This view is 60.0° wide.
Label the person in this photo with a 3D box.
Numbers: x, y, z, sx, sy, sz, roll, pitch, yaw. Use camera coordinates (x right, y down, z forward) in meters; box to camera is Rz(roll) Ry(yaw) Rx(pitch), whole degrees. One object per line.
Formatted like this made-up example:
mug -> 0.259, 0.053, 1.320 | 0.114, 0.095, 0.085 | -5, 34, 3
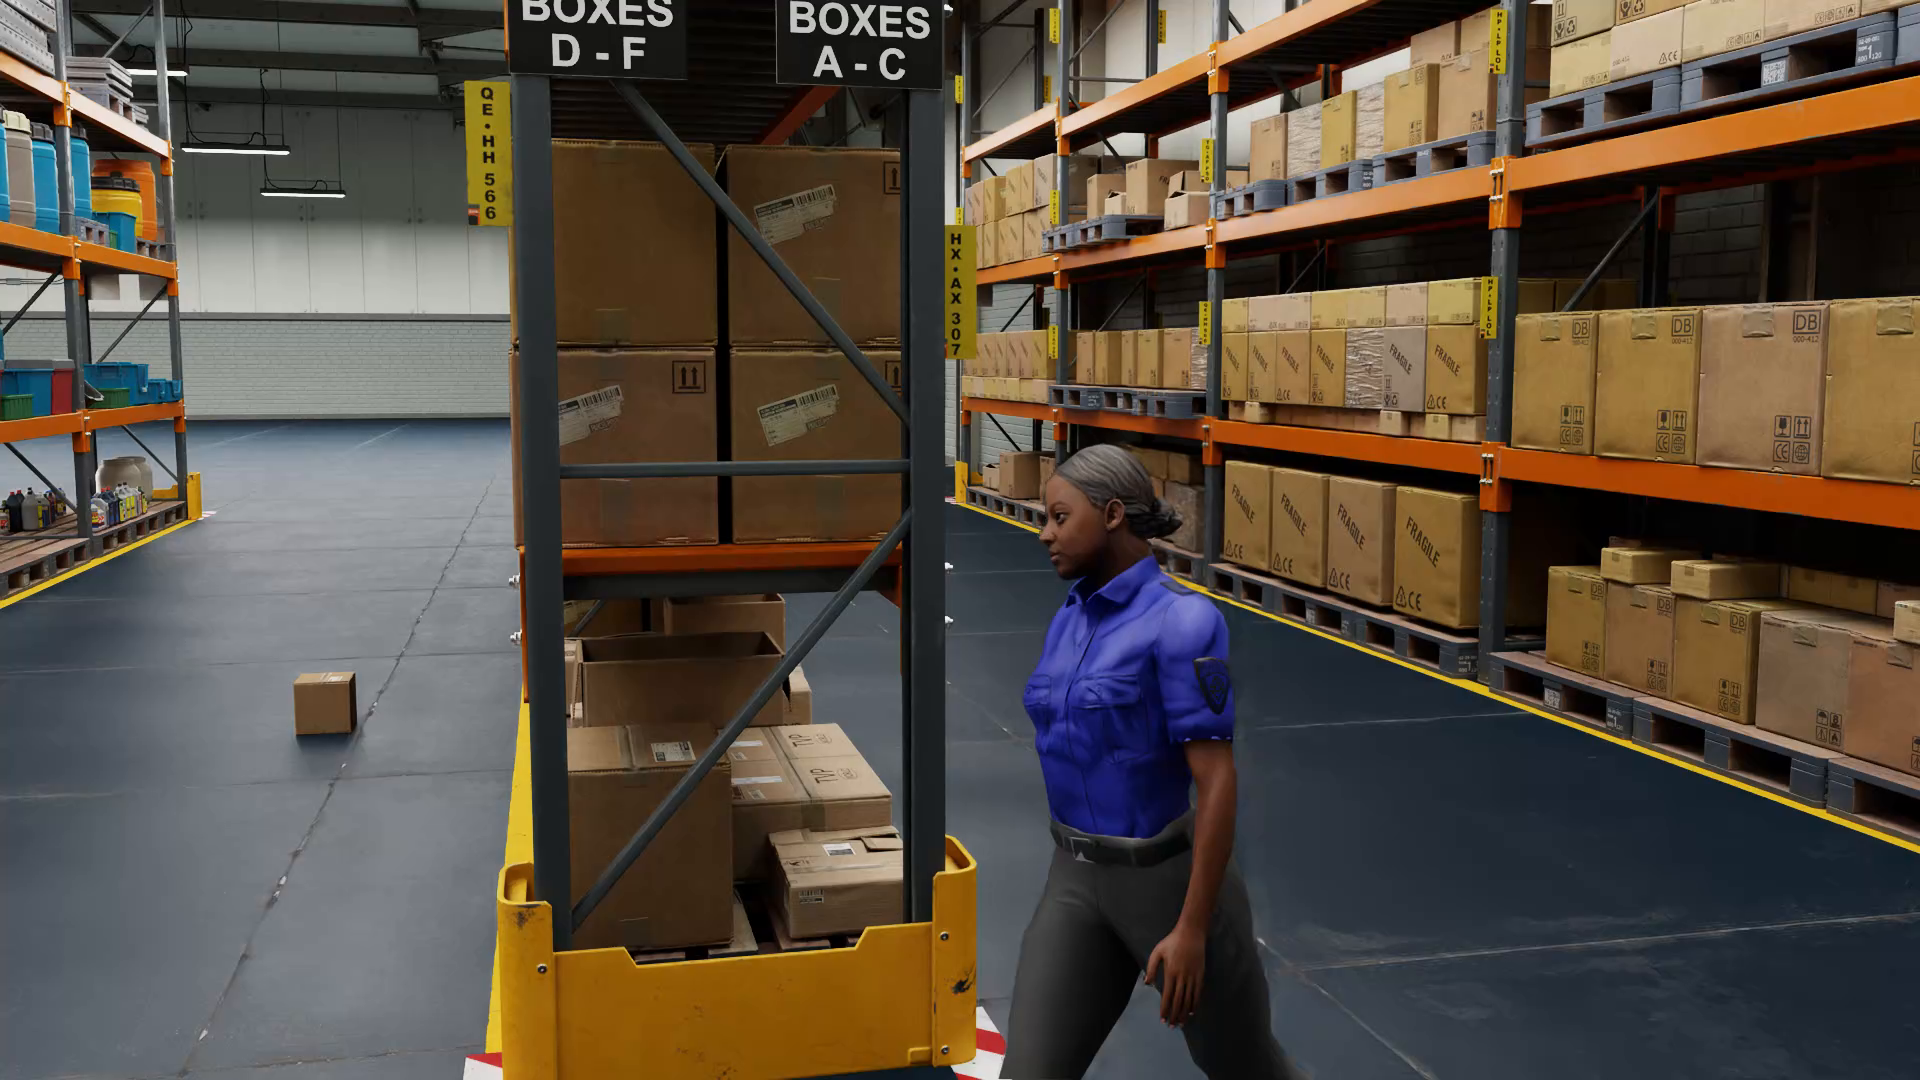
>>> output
person -> 0.373, 0.607, 2.986 | 0.806, 1.554, 0.530 | -5, 8, -40
